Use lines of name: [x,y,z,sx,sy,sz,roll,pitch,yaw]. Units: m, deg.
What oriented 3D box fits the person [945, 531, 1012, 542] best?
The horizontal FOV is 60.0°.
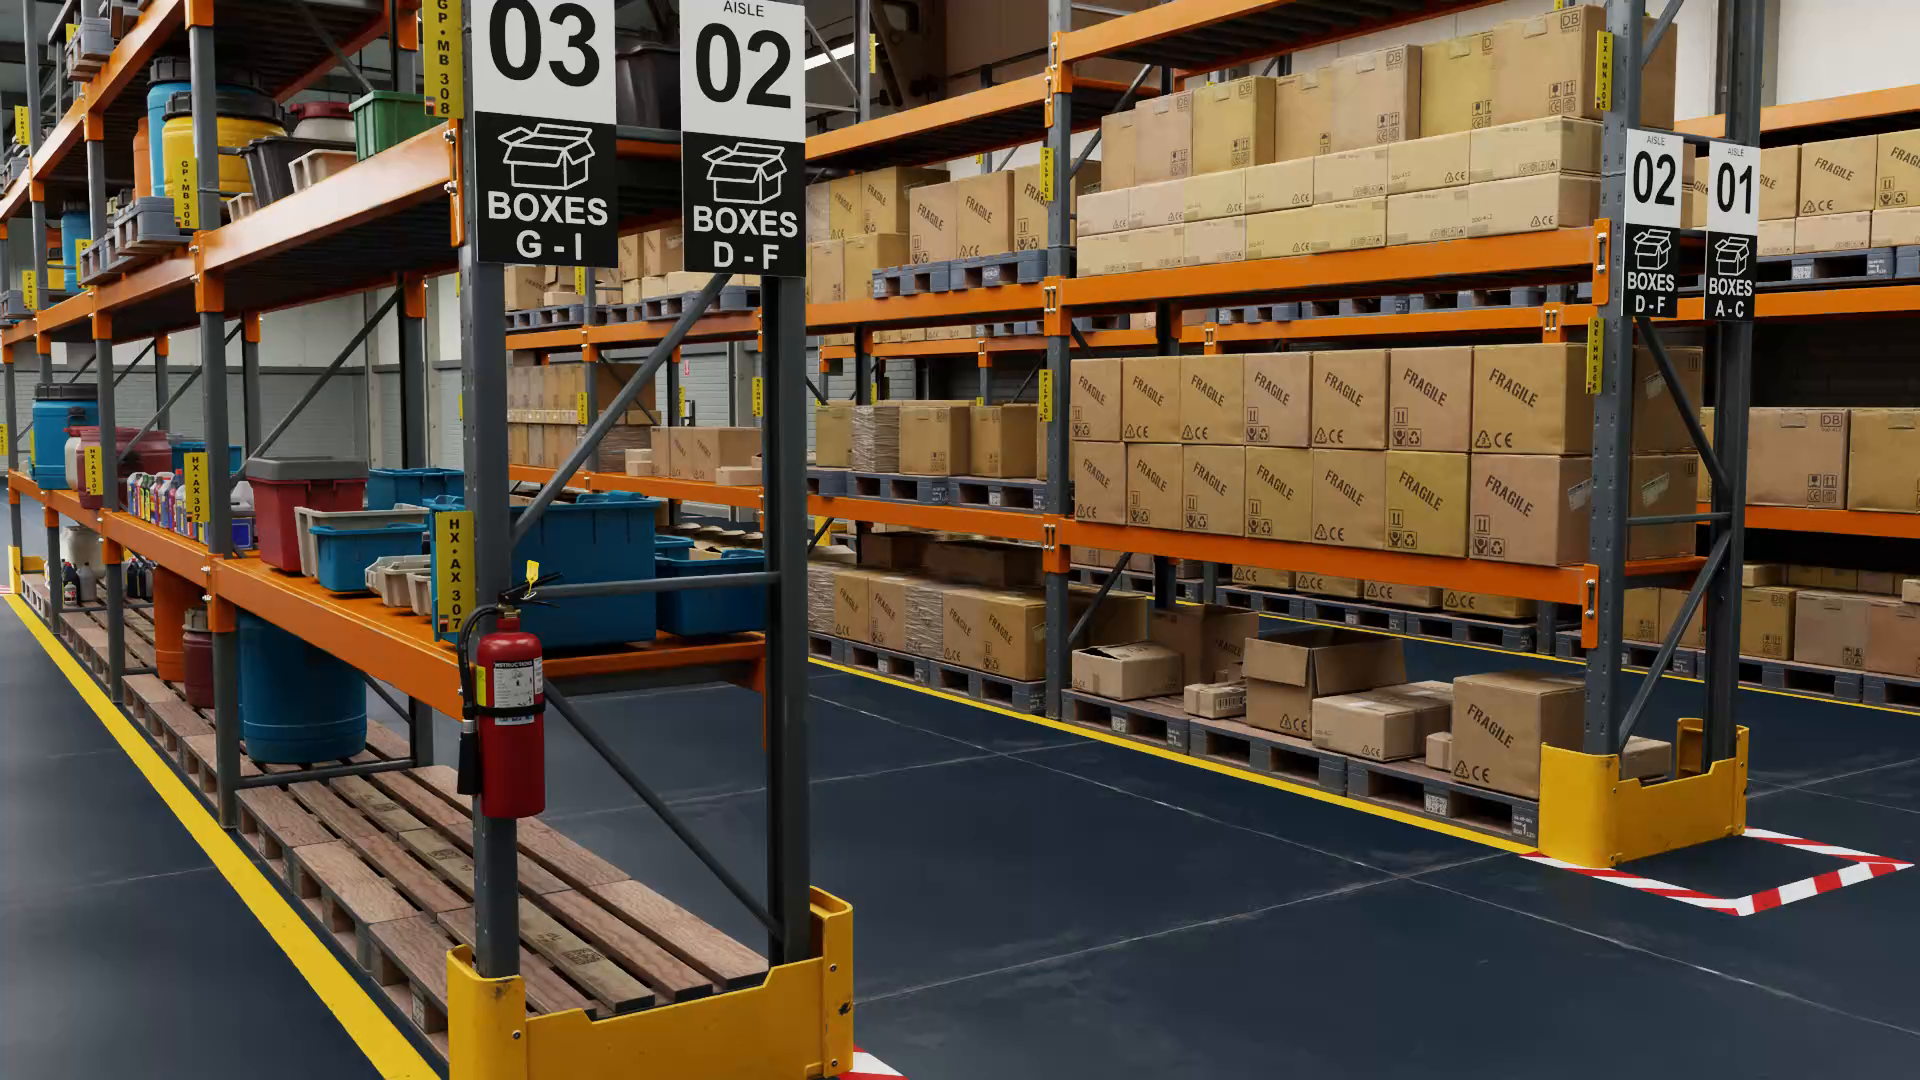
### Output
person: [0.201,0.283,14.816,0.447,1.066,0.865,-3,6,-35]
